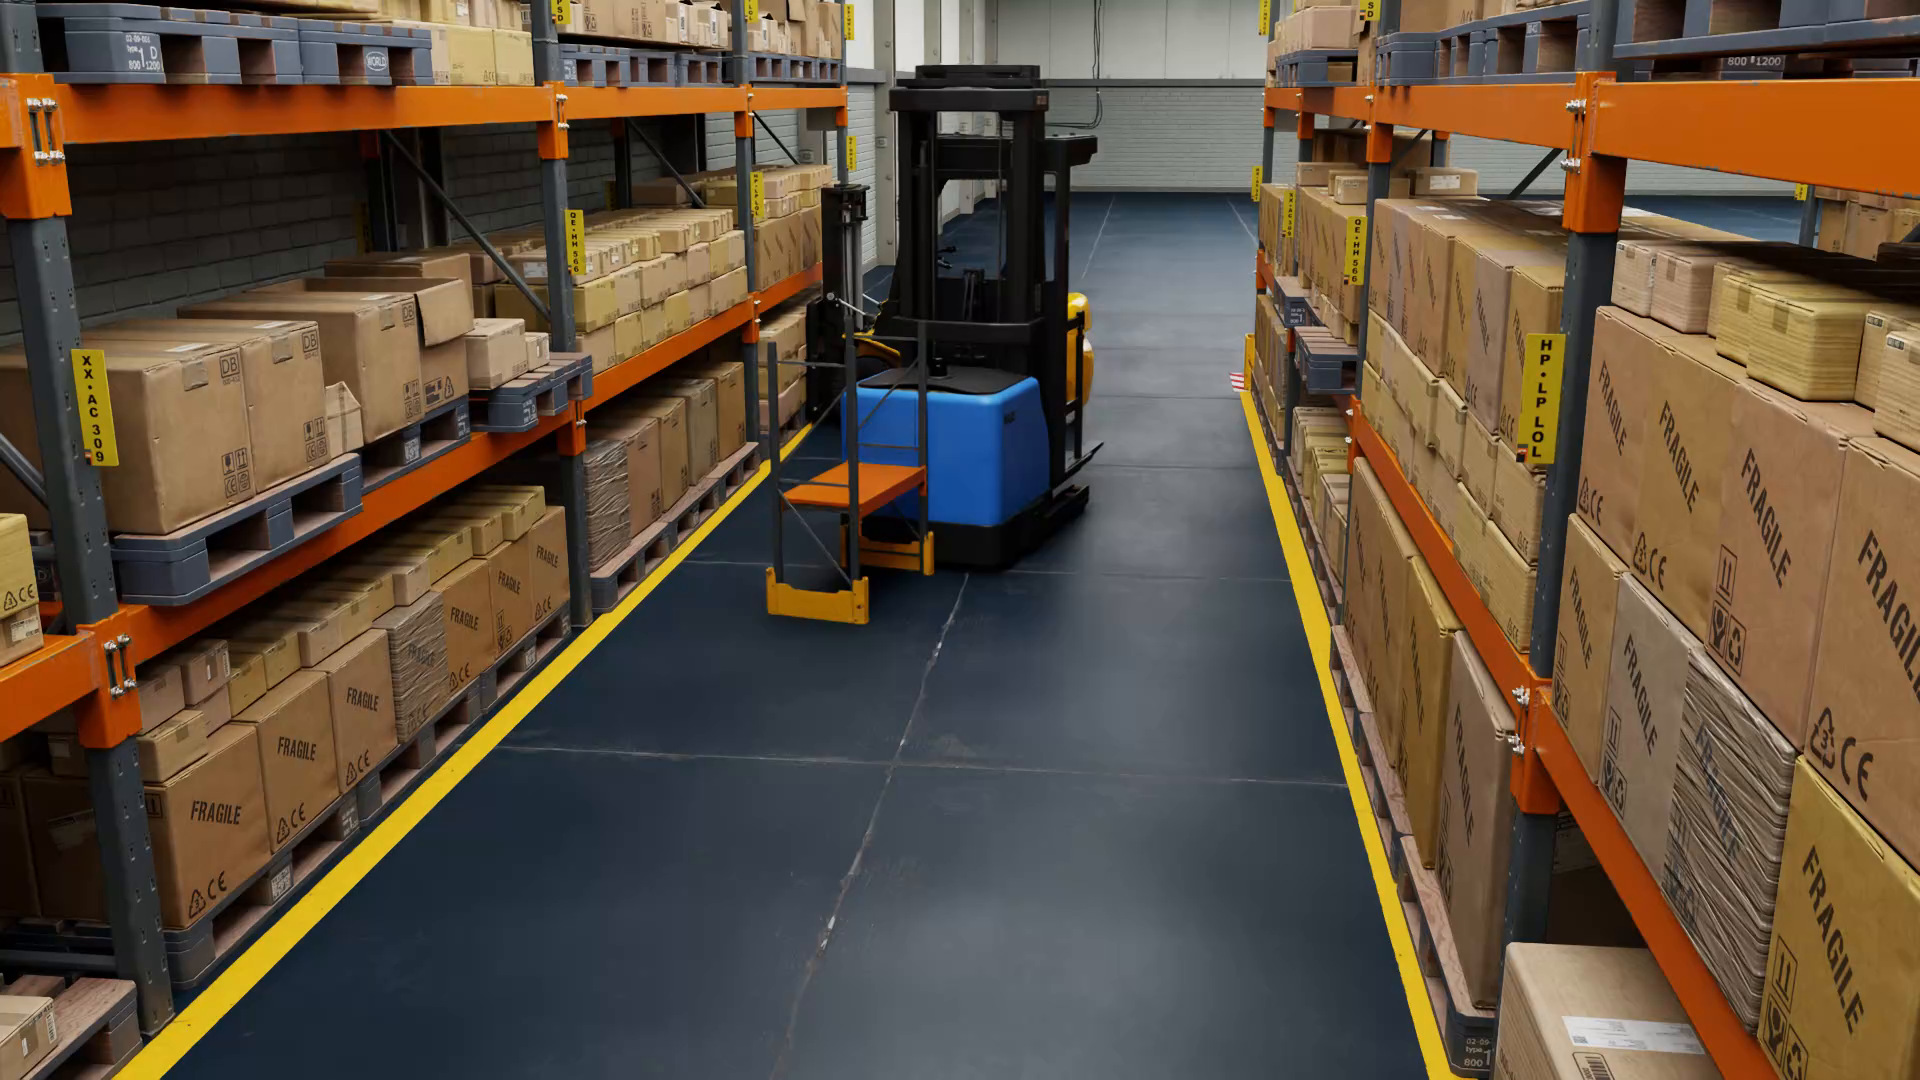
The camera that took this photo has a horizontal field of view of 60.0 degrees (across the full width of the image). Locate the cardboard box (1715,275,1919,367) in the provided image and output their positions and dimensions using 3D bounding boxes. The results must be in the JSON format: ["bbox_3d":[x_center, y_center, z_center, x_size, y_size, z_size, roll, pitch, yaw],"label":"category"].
[{"bbox_3d":[1.609,-0.389,3.005,0.380,0.149,0.250,2,15,6],"label":"cardboard box"}]

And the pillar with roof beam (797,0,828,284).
[{"bbox_3d":[2.393,-7.245,20.217,9.100,9.000,0.400,2,15,6],"label":"pillar with roof beam"}]

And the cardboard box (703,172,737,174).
[{"bbox_3d":[-2.040,-3.098,14.368,0.380,0.149,0.250,2,15,7],"label":"cardboard box"}]

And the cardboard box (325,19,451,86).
[{"bbox_3d":[-2.419,-1.974,6.758,0.500,0.250,0.500,2,15,6],"label":"cardboard box"}]

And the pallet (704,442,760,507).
[{"bbox_3d":[-2.083,-0.498,12.100,1.003,0.211,1.213,2,15,6],"label":"pallet"}]

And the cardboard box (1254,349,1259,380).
[{"bbox_3d":[2.979,-1.603,15.307,0.500,0.250,0.500,2,15,6],"label":"cardboard box"}]

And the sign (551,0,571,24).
[{"bbox_3d":[-1.951,-2.680,8.091,0.100,0.325,0.005,2,15,6],"label":"sign"}]

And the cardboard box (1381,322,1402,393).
[{"bbox_3d":[2.081,-0.765,7.073,0.500,0.250,0.500,2,15,8],"label":"cardboard box"}]

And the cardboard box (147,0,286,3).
[{"bbox_3d":[-2.404,-1.803,5.322,0.380,0.149,0.250,2,15,7],"label":"cardboard box"}]

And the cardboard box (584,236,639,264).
[{"bbox_3d":[-2.113,-1.705,9.788,0.380,0.149,0.250,2,15,7],"label":"cardboard box"}]

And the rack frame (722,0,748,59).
[{"bbox_3d":[-2.039,-4.933,11.664,1.000,3.000,0.127,2,15,6],"label":"rack frame"}]

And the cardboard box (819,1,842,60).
[{"bbox_3d":[-1.395,-4.699,15.360,0.500,0.500,0.500,2,15,8],"label":"cardboard box"}]

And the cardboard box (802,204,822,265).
[{"bbox_3d":[-1.507,-2.720,14.782,0.500,0.500,0.500,1,15,5],"label":"cardboard box"}]

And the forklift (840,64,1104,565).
[{"bbox_3d":[0.249,-1.604,10.980,1.130,2.935,3.031,5,16,19],"label":"forklift"}]

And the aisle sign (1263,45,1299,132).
[{"bbox_3d":[3.044,-4.209,15.501,0.394,0.787,0.004,2,15,6],"label":"aisle sign"}]

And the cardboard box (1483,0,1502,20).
[{"bbox_3d":[2.520,-2.291,6.644,0.700,0.500,0.500,1,15,3],"label":"cardboard box"}]

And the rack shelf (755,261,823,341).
[{"bbox_3d":[-1.813,-2.208,14.460,1.077,0.370,4.000,2,15,6],"label":"rack shelf"}]

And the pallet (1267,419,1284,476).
[{"bbox_3d":[2.934,-0.721,12.922,1.003,0.211,1.213,2,15,6],"label":"pallet"}]

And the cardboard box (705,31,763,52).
[{"bbox_3d":[-1.686,-3.722,12.418,0.380,0.149,0.250,2,15,7],"label":"cardboard box"}]

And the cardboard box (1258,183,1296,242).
[{"bbox_3d":[3.016,-3.006,15.271,0.500,0.500,0.500,1,15,5],"label":"cardboard box"}]

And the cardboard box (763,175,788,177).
[{"bbox_3d":[-1.641,-2.952,13.828,0.380,0.149,0.250,2,15,6],"label":"cardboard box"}]

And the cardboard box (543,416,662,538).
[{"bbox_3d":[-2.340,-0.387,10.090,0.875,0.625,0.625,2,15,8],"label":"cardboard box"}]

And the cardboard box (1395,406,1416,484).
[{"bbox_3d":[2.032,-0.392,6.654,0.500,0.250,0.500,2,15,8],"label":"cardboard box"}]

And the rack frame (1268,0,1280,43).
[{"bbox_3d":[3.345,-5.825,14.964,1.000,3.000,0.127,2,15,6],"label":"rack frame"}]

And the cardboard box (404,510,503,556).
[{"bbox_3d":[-2.368,-0.034,7.783,0.380,0.149,0.250,1,15,4],"label":"cardboard box"}]

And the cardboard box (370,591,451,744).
[{"bbox_3d":[-2.487,0.521,6.972,0.500,0.500,0.500,1,15,4],"label":"cardboard box"}]

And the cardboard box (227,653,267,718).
[{"bbox_3d":[-2.664,0.503,5.797,0.380,0.149,0.250,1,15,3],"label":"cardboard box"}]

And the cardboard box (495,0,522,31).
[{"bbox_3d":[-2.291,-2.468,7.820,0.380,0.149,0.250,2,15,7],"label":"cardboard box"}]

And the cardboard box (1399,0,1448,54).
[{"bbox_3d":[2.559,-2.596,8.577,0.700,0.500,0.500,2,15,6],"label":"cardboard box"}]

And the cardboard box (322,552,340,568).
[{"bbox_3d":[-2.968,0.090,7.326,0.380,0.149,0.250,1,15,5],"label":"cardboard box"}]

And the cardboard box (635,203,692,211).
[{"bbox_3d":[-2.257,-2.489,12.686,0.380,0.149,0.250,2,15,6],"label":"cardboard box"}]

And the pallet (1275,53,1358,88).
[{"bbox_3d":[2.718,-3.092,10.963,1.213,0.211,1.003,2,15,6],"label":"pallet"}]

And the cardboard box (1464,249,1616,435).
[{"bbox_3d":[1.843,-0.605,5.046,0.500,0.500,0.500,2,15,7],"label":"cardboard box"}]

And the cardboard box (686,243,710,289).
[{"bbox_3d":[-1.954,-1.805,10.919,0.500,0.250,0.500,2,15,7],"label":"cardboard box"}]

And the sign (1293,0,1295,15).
[{"bbox_3d":[2.354,-3.603,11.503,0.100,0.325,0.005,2,15,6],"label":"sign"}]

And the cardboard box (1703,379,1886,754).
[{"bbox_3d":[1.565,0.032,2.689,0.500,0.500,0.500,2,15,7],"label":"cardboard box"}]

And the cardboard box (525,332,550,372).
[{"bbox_3d":[-2.183,-0.899,7.917,0.380,0.149,0.250,2,15,7],"label":"cardboard box"}]

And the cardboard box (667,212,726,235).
[{"bbox_3d":[-1.868,-2.235,11.748,0.380,0.149,0.250,1,15,5],"label":"cardboard box"}]

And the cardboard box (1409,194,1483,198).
[{"bbox_3d":[2.951,-1.897,10.365,0.500,0.500,0.500,2,15,8],"label":"cardboard box"}]

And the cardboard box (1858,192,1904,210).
[{"bbox_3d":[8.026,-3.021,13.732,0.875,0.550,0.550,2,15,6],"label":"cardboard box"}]

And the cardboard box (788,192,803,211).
[{"bbox_3d":[-1.547,-2.873,14.108,0.380,0.149,0.250,1,15,5],"label":"cardboard box"}]

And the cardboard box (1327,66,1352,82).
[{"bbox_3d":[2.626,-3.309,11.888,0.380,0.149,0.250,2,15,7],"label":"cardboard box"}]

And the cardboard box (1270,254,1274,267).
[{"bbox_3d":[2.906,-2.461,14.497,0.380,0.149,0.250,2,15,8],"label":"cardboard box"}]

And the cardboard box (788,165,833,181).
[{"bbox_3d":[-1.418,-3.480,15.781,0.380,0.149,0.250,2,15,6],"label":"cardboard box"}]

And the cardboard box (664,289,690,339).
[{"bbox_3d":[-2.024,-1.433,10.503,0.500,0.250,0.500,2,15,8],"label":"cardboard box"}]

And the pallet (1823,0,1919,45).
[{"bbox_3d":[1.748,-0.694,1.906,1.003,0.211,1.213,2,15,6],"label":"pallet"}]

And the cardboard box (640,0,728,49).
[{"bbox_3d":[-1.878,-3.498,11.279,0.500,0.311,0.500,1,15,4],"label":"cardboard box"}]

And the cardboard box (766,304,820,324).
[{"bbox_3d":[-1.493,-1.909,14.521,0.500,0.250,0.500,1,15,5],"label":"cardboard box"}]

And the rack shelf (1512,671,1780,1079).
[{"bbox_3d":[1.765,1.049,2.412,1.077,0.370,4.000,2,15,6],"label":"rack shelf"}]

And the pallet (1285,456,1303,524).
[{"bbox_3d":[2.807,-0.343,11.527,1.003,0.211,1.213,2,15,6],"label":"pallet"}]

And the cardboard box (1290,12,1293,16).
[{"bbox_3d":[2.683,-3.897,12.536,0.380,0.149,0.250,2,15,8],"label":"cardboard box"}]

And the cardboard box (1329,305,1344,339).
[{"bbox_3d":[2.188,-1.166,8.903,0.380,0.149,0.250,2,15,6],"label":"cardboard box"}]

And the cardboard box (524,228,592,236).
[{"bbox_3d":[-2.500,-1.850,10.322,0.380,0.149,0.250,2,15,8],"label":"cardboard box"}]

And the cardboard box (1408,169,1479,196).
[{"bbox_3d":[2.994,-2.222,10.323,0.380,0.149,0.250,1,15,4],"label":"cardboard box"}]

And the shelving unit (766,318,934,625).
[{"bbox_3d":[-0.608,-0.422,9.349,0.587,1.500,1.083,5,16,19],"label":"shelving unit"}]

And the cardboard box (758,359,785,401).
[{"bbox_3d":[-1.677,-1.270,13.117,0.500,0.250,0.500,2,15,6],"label":"cardboard box"}]

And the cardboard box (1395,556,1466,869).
[{"bbox_3d":[2.076,0.609,5.930,0.875,0.875,0.875,2,15,8],"label":"cardboard box"}]
